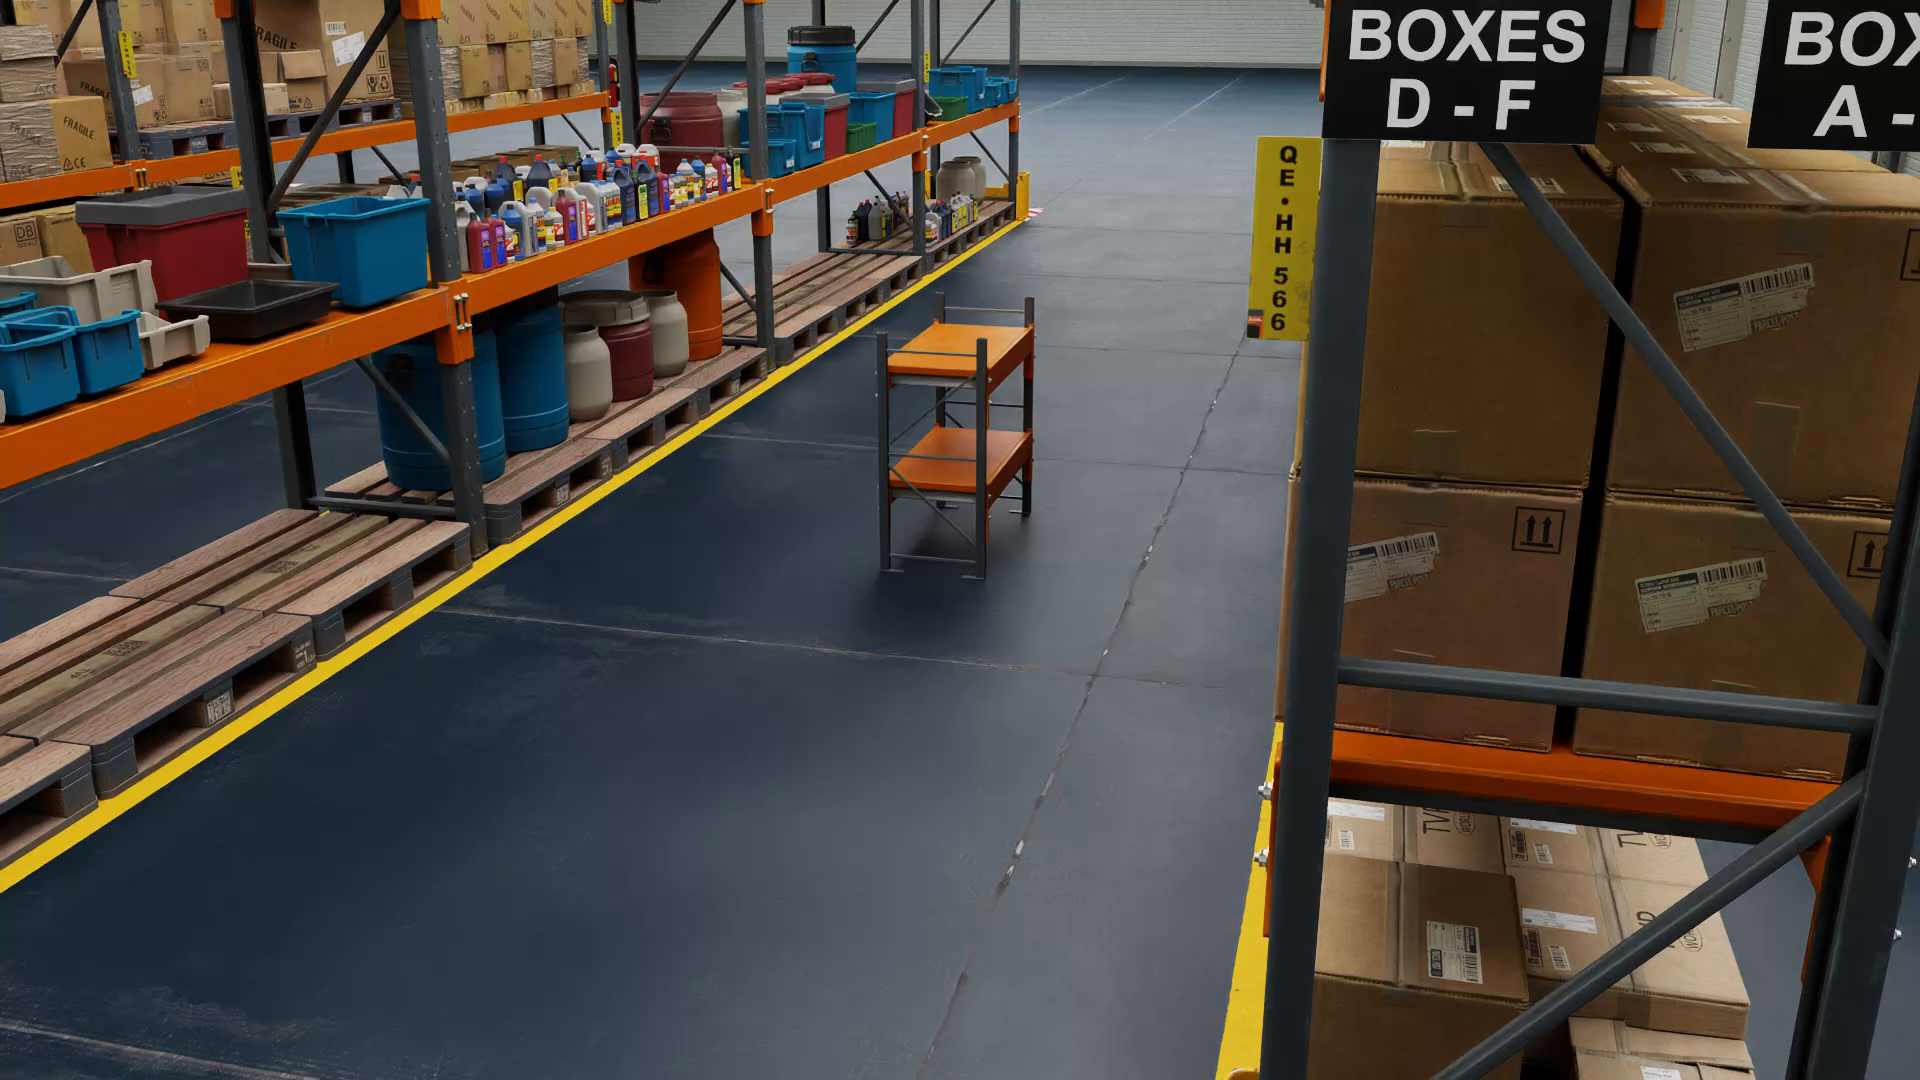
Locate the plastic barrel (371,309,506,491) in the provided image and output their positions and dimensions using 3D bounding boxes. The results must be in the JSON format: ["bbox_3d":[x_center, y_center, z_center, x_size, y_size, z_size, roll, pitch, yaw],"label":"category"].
[{"bbox_3d":[-2.620,-0.757,8.359,0.600,0.901,0.708,5,19,13],"label":"plastic barrel"}]

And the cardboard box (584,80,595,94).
[{"bbox_3d":[-4.510,-5.310,19.481,0.380,0.149,0.250,5,19,13],"label":"cardboard box"}]

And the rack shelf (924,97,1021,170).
[{"bbox_3d":[-0.327,-4.176,16.885,1.077,0.370,4.000,5,19,13],"label":"rack shelf"}]

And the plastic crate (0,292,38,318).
[{"bbox_3d":[-3.494,-0.741,5.883,0.416,0.233,0.300,5,19,13],"label":"plastic crate"}]

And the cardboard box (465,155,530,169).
[{"bbox_3d":[-5.094,-3.971,18.390,0.500,0.500,0.500,7,20,18],"label":"cardboard box"}]

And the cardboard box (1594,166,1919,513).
[{"bbox_3d":[1.419,-0.375,2.942,0.500,0.500,0.500,5,20,15],"label":"cardboard box"}]

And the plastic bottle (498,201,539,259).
[{"bbox_3d":[-2.198,-1.553,8.285,0.152,0.276,0.135,5,19,13],"label":"plastic bottle"}]

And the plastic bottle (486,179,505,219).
[{"bbox_3d":[-2.559,-1.853,9.172,0.097,0.271,0.097,0,19,0],"label":"plastic bottle"}]

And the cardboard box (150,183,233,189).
[{"bbox_3d":[-6.341,-2.786,13.731,0.500,0.250,0.500,7,20,20],"label":"cardboard box"}]

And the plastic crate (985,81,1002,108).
[{"bbox_3d":[0.166,-4.689,17.505,0.499,0.251,0.408,5,19,13],"label":"plastic crate"}]

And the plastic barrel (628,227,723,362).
[{"bbox_3d":[-1.896,-1.653,11.093,0.600,0.830,0.708,5,19,13],"label":"plastic barrel"}]

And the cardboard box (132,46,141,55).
[{"bbox_3d":[-9.934,-5.400,19.123,0.875,0.550,0.500,5,19,13],"label":"cardboard box"}]

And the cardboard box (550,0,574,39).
[{"bbox_3d":[-4.652,-5.846,18.502,0.500,0.500,0.500,5,19,13],"label":"cardboard box"}]

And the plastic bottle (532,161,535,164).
[{"bbox_3d":[-2.538,-2.112,9.910,0.061,0.283,0.133,5,19,13],"label":"plastic bottle"}]

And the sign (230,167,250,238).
[{"bbox_3d":[-3.303,-1.557,7.677,0.100,0.325,0.005,5,19,13],"label":"sign"}]

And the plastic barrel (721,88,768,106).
[{"bbox_3d":[-1.645,-3.160,12.625,0.421,0.512,0.421,0,19,0],"label":"plastic barrel"}]

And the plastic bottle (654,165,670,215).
[{"bbox_3d":[-1.757,-2.062,9.763,0.061,0.283,0.133,5,19,13],"label":"plastic bottle"}]

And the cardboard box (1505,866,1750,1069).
[{"bbox_3d":[1.585,1.052,4.039,0.500,0.250,0.500,5,19,13],"label":"cardboard box"}]

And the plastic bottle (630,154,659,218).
[{"bbox_3d":[-1.836,-2.047,9.616,0.144,0.351,0.185,5,19,13],"label":"plastic bottle"}]

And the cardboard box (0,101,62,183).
[{"bbox_3d":[-6.603,-2.744,11.426,0.500,0.500,0.500,4,19,13],"label":"cardboard box"}]

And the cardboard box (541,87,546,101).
[{"bbox_3d":[-4.800,-4.917,18.330,0.380,0.149,0.250,5,19,13],"label":"cardboard box"}]

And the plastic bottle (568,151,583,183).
[{"bbox_3d":[-2.402,-2.287,10.423,0.061,0.283,0.133,5,19,13],"label":"plastic bottle"}]

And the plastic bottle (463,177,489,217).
[{"bbox_3d":[-2.685,-1.860,9.183,0.152,0.276,0.135,5,19,13],"label":"plastic bottle"}]

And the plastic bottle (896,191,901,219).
[{"bbox_3d":[-0.656,-3.453,17.177,0.061,0.283,0.133,5,19,14],"label":"plastic bottle"}]

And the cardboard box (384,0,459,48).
[{"bbox_3d":[-5.262,-5.063,16.207,0.500,0.500,0.500,5,19,13],"label":"cardboard box"}]

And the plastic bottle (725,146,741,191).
[{"bbox_3d":[-1.478,-2.420,10.812,0.061,0.283,0.133,5,19,13],"label":"plastic bottle"}]

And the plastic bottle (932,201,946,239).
[{"bbox_3d":[-0.216,-3.064,15.936,0.144,0.351,0.185,5,20,15],"label":"plastic bottle"}]

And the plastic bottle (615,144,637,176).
[{"bbox_3d":[-2.212,-2.467,10.961,0.152,0.276,0.135,5,19,13],"label":"plastic bottle"}]

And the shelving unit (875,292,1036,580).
[{"bbox_3d":[-0.002,-0.530,8.000,0.538,1.125,1.048,5,19,13],"label":"shelving unit"}]

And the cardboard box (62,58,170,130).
[{"bbox_3d":[-6.502,-3.445,12.829,0.500,0.500,0.500,2,19,7],"label":"cardboard box"}]

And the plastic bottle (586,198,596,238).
[{"bbox_3d":[-2.006,-1.727,8.911,0.097,0.201,0.097,0,19,0],"label":"plastic bottle"}]

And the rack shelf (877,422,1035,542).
[{"bbox_3d":[-0.002,-0.299,8.079,0.538,0.278,1.000,5,19,13],"label":"rack shelf"}]

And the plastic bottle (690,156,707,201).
[{"bbox_3d":[-1.627,-2.246,10.322,0.097,0.271,0.097,0,19,0],"label":"plastic bottle"}]

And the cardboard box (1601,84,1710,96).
[{"bbox_3d":[2.037,-1.170,5.272,0.500,0.500,0.500,4,19,12],"label":"cardboard box"}]

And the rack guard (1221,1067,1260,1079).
[{"bbox_3d":[1.074,1.423,3.247,1.175,0.500,0.348,5,19,13],"label":"rack guard"}]

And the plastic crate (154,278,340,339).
[{"bbox_3d":[-2.783,-0.908,6.538,0.437,0.125,0.590,5,19,13],"label":"plastic crate"}]

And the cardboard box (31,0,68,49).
[{"bbox_3d":[-10.258,-5.580,17.982,0.875,0.550,0.550,5,19,13],"label":"cardboard box"}]

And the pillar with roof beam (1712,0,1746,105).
[{"bbox_3d":[10.660,-12.894,32.015,9.100,9.000,0.400,5,19,13],"label":"pillar with roof beam"}]

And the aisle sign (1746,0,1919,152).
[{"bbox_3d":[1.323,-0.921,2.223,0.394,0.787,0.004,5,19,13],"label":"aisle sign"}]

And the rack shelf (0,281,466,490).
[{"bbox_3d":[-3.258,-0.415,5.874,1.077,0.370,4.000,5,19,13],"label":"rack shelf"}]

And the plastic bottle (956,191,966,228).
[{"bbox_3d":[-0.020,-3.315,16.670,0.144,0.351,0.185,5,20,16],"label":"plastic bottle"}]

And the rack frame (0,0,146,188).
[{"bbox_3d":[-6.595,-3.027,12.408,1.000,3.000,0.127,5,19,13],"label":"rack frame"}]

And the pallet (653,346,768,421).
[{"bbox_3d":[-1.945,-1.066,10.981,1.003,0.211,1.213,5,19,13],"label":"pallet"}]

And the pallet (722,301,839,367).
[{"bbox_3d":[-1.566,-1.556,12.416,1.003,0.211,1.213,5,19,13],"label":"pallet"}]

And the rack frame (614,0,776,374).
[{"bbox_3d":[-1.793,-2.636,11.263,1.000,3.000,0.127,5,19,13],"label":"rack frame"}]

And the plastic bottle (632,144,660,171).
[{"bbox_3d":[-2.064,-2.455,10.926,0.152,0.276,0.135,5,19,13],"label":"plastic bottle"}]

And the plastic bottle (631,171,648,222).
[{"bbox_3d":[-1.835,-1.962,9.471,0.061,0.283,0.133,5,19,13],"label":"plastic bottle"}]

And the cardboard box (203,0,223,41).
[{"bbox_3d":[-9.554,-6.426,20.459,0.875,0.550,0.550,5,19,13],"label":"cardboard box"}]

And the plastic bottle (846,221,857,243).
[{"bbox_3d":[-1.029,-2.912,15.720,0.097,0.201,0.097,0,19,0],"label":"plastic bottle"}]

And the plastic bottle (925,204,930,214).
[{"bbox_3d":[-0.355,-3.076,15.969,0.144,0.351,0.185,5,19,13],"label":"plastic bottle"}]

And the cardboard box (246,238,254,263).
[{"bbox_3d":[-6.328,-2.438,13.873,0.700,0.500,0.500,3,19,9],"label":"cardboard box"}]

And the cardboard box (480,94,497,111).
[{"bbox_3d":[-5.013,-4.517,17.161,0.380,0.149,0.250,5,19,13],"label":"cardboard box"}]

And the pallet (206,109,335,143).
[{"bbox_3d":[-6.151,-3.560,14.265,1.003,0.211,1.213,5,19,13],"label":"pallet"}]

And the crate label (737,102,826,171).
[{"bbox_3d":[-1.287,-2.942,12.107,0.502,0.435,0.616,5,19,13],"label":"crate label"}]

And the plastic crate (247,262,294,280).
[{"bbox_3d":[-3.022,-1.151,7.232,0.396,0.136,0.243,5,19,13],"label":"plastic crate"}]

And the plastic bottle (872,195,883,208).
[{"bbox_3d":[-0.812,-3.230,16.421,0.144,0.351,0.185,5,19,13],"label":"plastic bottle"}]

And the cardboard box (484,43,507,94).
[{"bbox_3d":[-5.267,-4.923,17.346,0.875,0.500,0.500,5,19,13],"label":"cardboard box"}]
